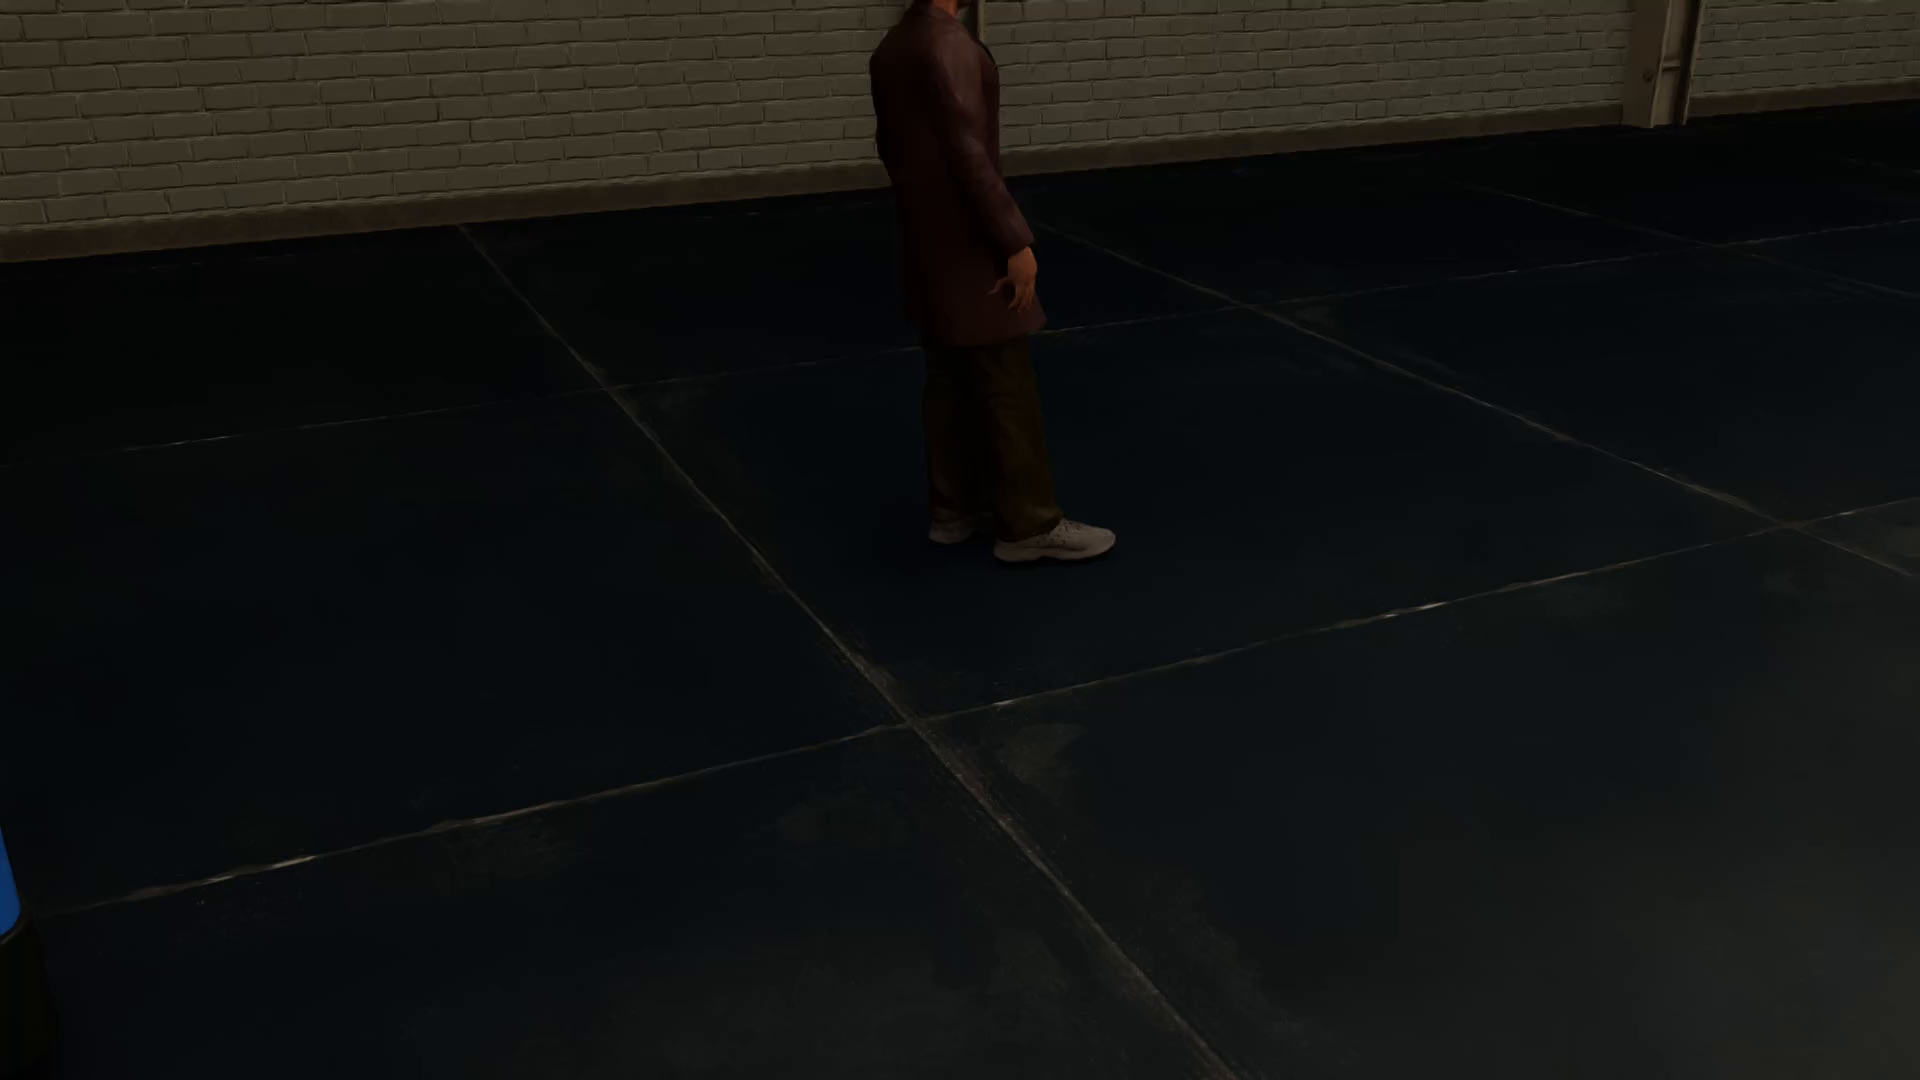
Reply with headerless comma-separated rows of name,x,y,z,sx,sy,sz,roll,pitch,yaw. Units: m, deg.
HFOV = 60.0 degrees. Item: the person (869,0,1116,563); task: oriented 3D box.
person,0.085,-0.841,4.795,0.580,1.776,0.694,-10,25,-23
